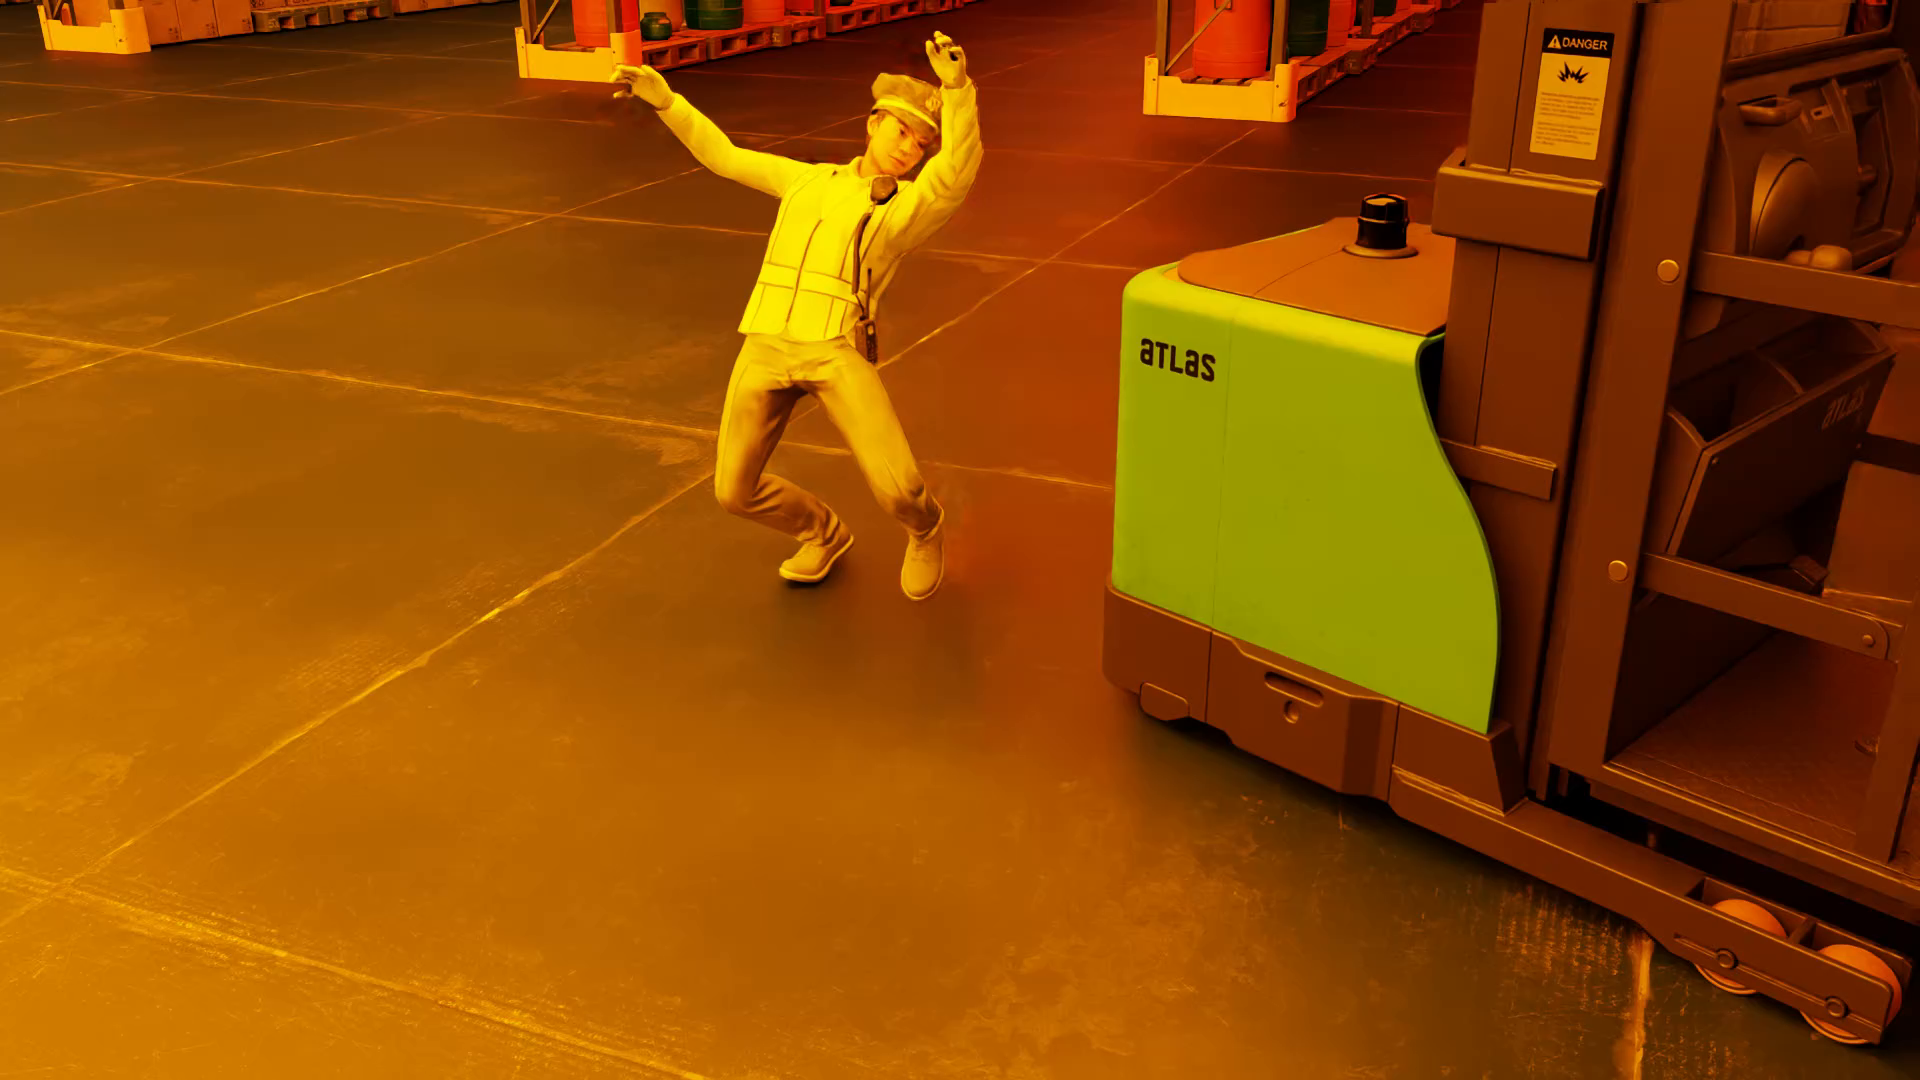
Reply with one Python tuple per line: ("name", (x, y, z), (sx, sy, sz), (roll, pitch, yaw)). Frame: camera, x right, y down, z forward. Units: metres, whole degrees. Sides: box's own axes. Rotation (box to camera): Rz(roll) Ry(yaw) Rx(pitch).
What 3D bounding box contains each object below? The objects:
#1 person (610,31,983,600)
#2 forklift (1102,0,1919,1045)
("person", (-0.343, -0.609, 4.512), (0.907, 1.553, 0.724), (9, 24, 21))
("forklift", (1.741, -0.685, 2.930), (1.130, 2.935, 3.031), (-21, 30, -40))
